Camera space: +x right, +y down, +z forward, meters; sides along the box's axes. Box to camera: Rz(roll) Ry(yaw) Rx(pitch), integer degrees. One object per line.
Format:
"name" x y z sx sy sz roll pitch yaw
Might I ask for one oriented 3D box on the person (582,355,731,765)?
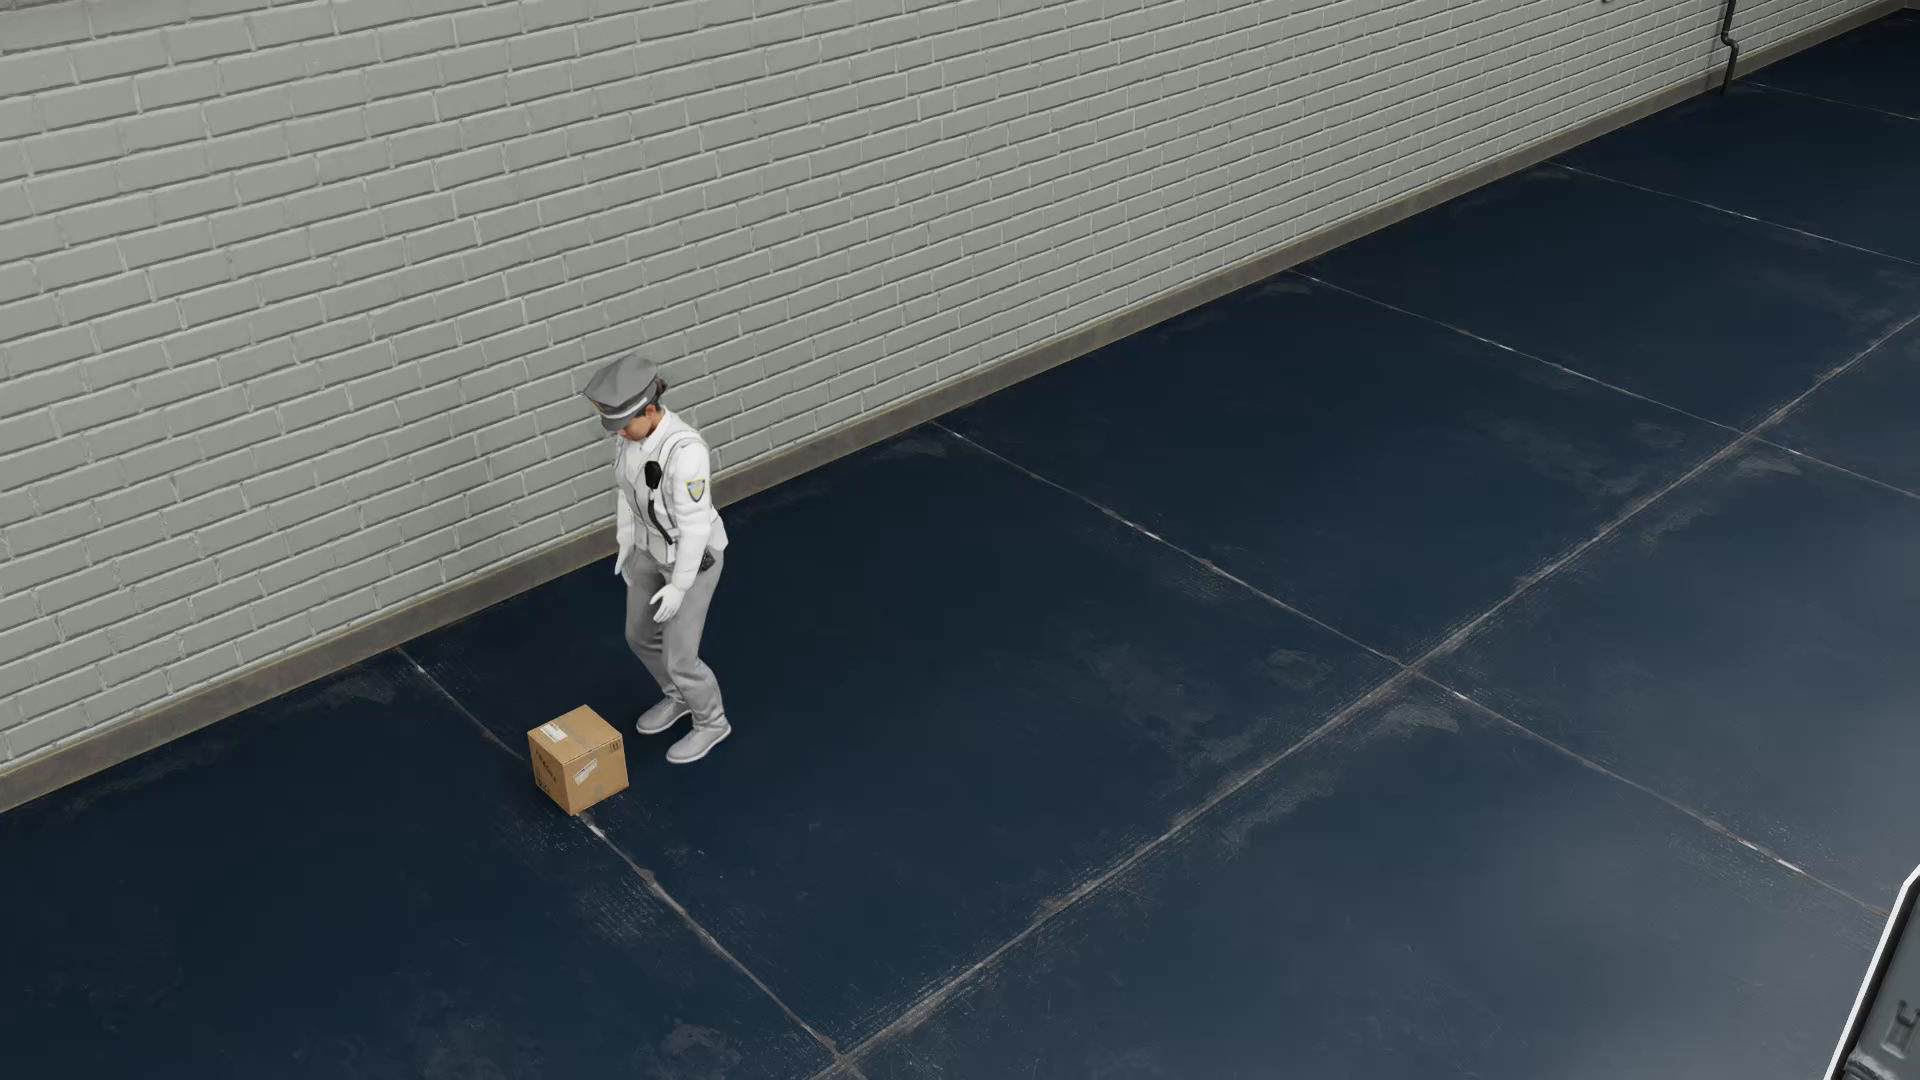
"person" -1.064 0.082 6.053 0.446 1.626 0.500 -25 40 -34
